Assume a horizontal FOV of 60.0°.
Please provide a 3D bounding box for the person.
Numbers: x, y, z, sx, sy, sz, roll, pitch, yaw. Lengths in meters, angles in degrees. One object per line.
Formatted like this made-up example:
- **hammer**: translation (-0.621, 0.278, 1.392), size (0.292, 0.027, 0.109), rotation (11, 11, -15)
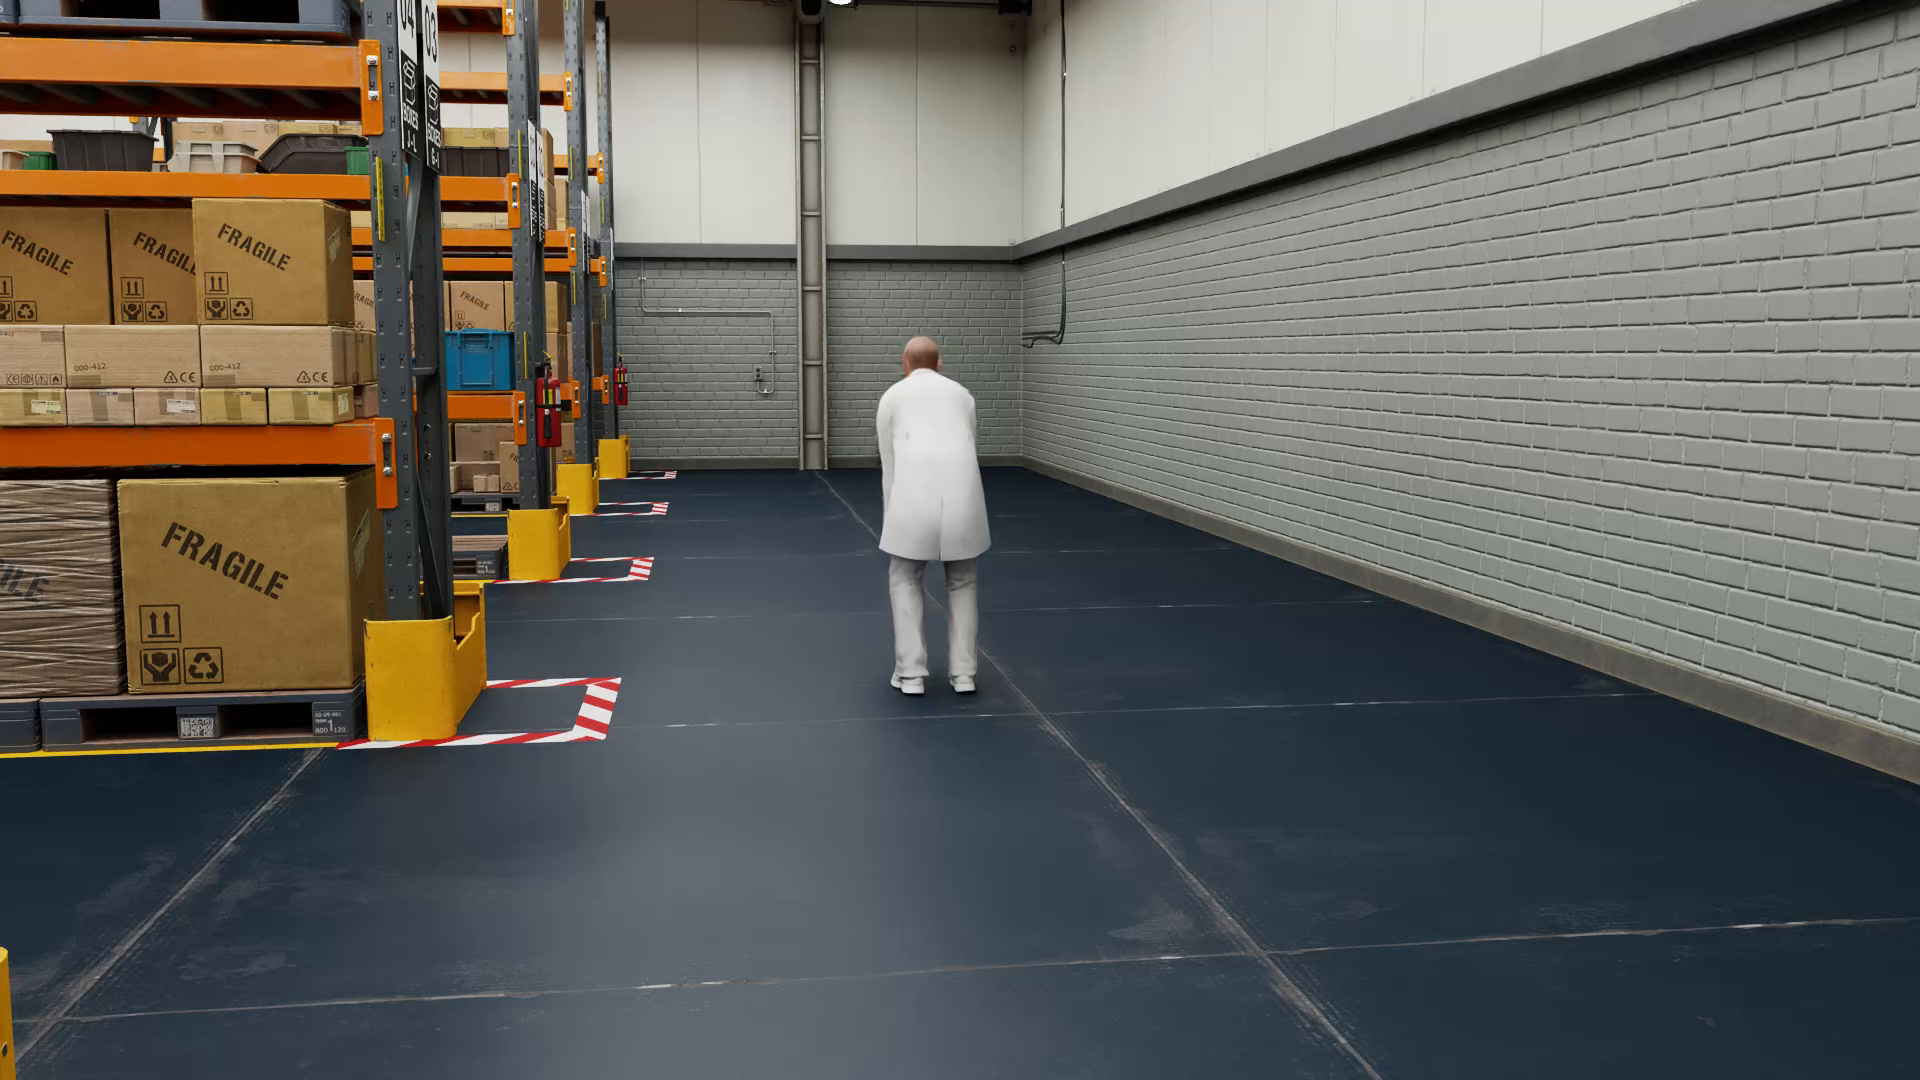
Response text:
- **person**: translation (-0.133, -0.131, 7.935), size (0.540, 1.679, 0.627), rotation (-1, 6, -10)
